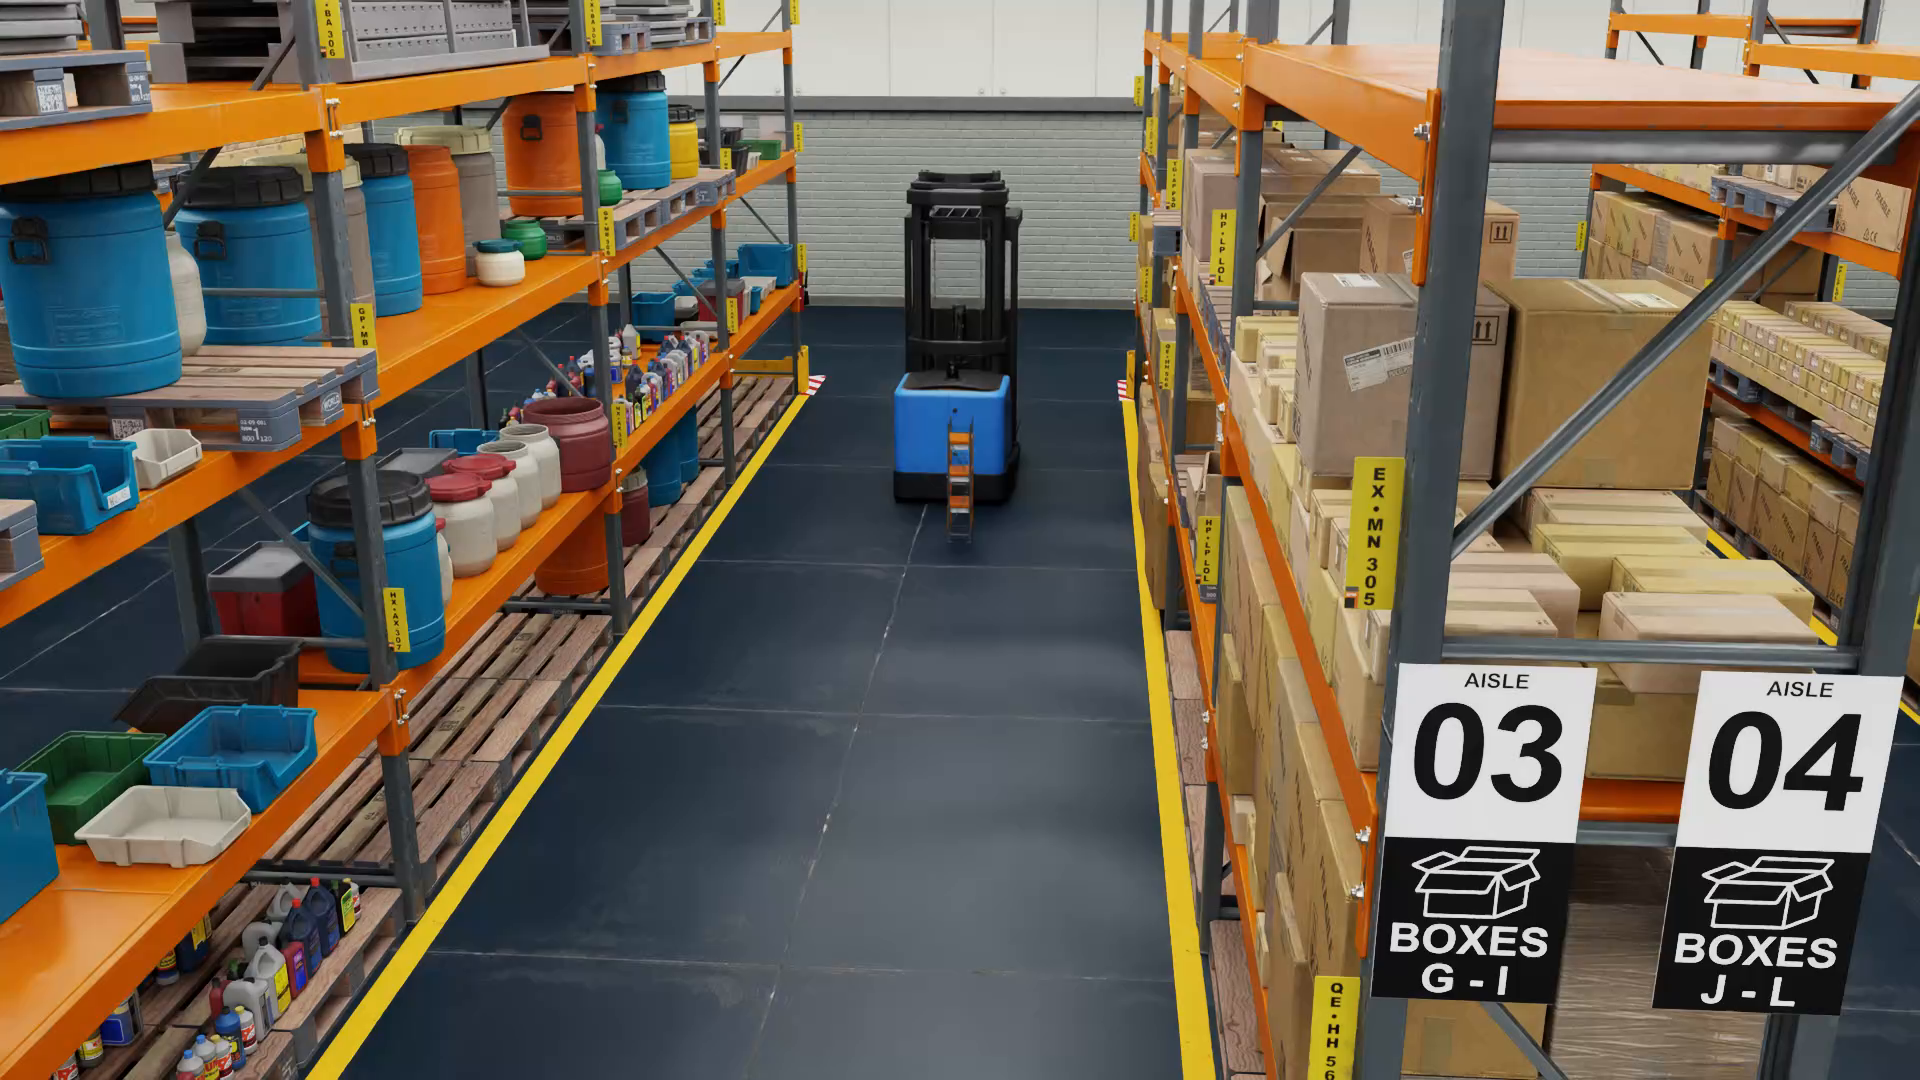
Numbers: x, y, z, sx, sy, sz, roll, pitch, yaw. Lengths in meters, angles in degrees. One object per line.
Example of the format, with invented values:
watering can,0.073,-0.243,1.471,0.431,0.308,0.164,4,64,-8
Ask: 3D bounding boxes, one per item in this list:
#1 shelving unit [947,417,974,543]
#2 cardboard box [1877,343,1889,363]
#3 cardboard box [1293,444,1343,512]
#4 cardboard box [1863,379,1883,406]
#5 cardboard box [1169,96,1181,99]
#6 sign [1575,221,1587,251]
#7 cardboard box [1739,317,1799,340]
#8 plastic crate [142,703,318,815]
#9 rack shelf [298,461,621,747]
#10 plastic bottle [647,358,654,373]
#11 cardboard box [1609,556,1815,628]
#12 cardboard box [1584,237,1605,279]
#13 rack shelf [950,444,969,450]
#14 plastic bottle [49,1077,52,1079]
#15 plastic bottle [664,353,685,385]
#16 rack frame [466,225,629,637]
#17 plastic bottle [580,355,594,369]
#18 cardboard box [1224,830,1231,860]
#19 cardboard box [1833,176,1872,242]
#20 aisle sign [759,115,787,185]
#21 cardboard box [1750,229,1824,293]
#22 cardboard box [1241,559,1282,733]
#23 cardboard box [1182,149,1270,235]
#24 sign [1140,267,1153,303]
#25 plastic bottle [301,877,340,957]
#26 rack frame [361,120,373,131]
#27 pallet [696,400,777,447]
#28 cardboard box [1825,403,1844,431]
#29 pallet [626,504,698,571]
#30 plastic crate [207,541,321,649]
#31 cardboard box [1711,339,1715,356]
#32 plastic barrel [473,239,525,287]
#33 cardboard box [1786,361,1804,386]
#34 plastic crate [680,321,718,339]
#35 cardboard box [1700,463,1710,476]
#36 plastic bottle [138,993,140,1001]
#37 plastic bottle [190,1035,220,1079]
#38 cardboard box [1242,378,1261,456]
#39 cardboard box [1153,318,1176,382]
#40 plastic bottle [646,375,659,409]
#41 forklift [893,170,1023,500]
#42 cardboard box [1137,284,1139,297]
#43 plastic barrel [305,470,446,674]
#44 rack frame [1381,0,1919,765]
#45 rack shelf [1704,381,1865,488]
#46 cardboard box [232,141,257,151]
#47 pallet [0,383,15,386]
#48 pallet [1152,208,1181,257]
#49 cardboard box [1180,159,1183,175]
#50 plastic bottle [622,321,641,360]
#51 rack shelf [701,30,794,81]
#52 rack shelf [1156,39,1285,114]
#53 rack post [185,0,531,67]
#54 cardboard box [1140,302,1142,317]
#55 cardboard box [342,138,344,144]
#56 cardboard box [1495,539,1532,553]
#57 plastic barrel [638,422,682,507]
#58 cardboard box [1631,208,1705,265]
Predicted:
shelving unit,0.004,-0.516,14.310,0.215,1.050,0.252,1,18,4
cardboard box,7.231,-1.400,12.651,0.380,0.149,0.250,2,18,6
cardboard box,1.208,-0.187,4.961,0.380,0.149,0.250,0,18,1
cardboard box,6.490,-1.015,11.476,0.380,0.149,0.250,1,18,2
cardboard box,2.298,-4.005,16.015,0.700,0.500,0.500,2,18,7
sign,12.236,-6.060,20.377,10.293,4.268,5.818,1,18,4
cardboard box,6.657,-1.739,13.685,0.380,0.149,0.250,1,18,3
plastic crate,-3.063,0.921,7.034,0.499,0.251,0.616,1,18,4
rack shelf,-3.111,0.221,10.086,1.077,0.370,4.000,1,18,4
plastic bottle,-2.601,-1.406,14.105,0.097,0.271,0.097,0,18,0
cardboard box,1.764,0.151,3.928,0.380,0.149,0.250,2,18,5
cardboard box,7.178,-3.029,18.213,0.500,0.500,0.500,2,18,7
rack shelf,0.004,-0.823,14.210,0.166,0.050,0.221,1,18,4
plastic bottle,-3.695,2.169,6.642,0.061,0.283,0.133,1,18,4
plastic bottle,-2.459,-1.484,14.333,0.152,0.276,0.135,1,18,4
rack frame,-2.968,-0.742,11.870,1.000,3.000,0.127,1,18,4
plastic bottle,-3.177,-1.430,14.170,0.152,0.276,0.135,1,18,4
cardboard box,1.751,1.400,8.642,0.700,0.500,0.500,0,18,0
cardboard box,6.763,-2.456,12.123,0.500,0.500,0.500,1,18,4
aisle sign,-2.097,-4.478,19.096,0.394,0.787,0.004,1,18,4
cardboard box,7.475,-2.530,15.084,0.500,0.500,0.500,2,18,5
cardboard box,1.329,0.392,6.166,0.500,0.500,0.500,1,18,4
cardboard box,1.682,-2.202,10.544,0.500,0.500,0.500,1,18,4
sign,1.706,-2.335,15.213,0.100,0.325,0.005,1,18,4
plastic bottle,-3.013,1.757,7.792,0.144,0.351,0.185,1,18,2
rack frame,-7.907,-2.376,11.731,1.000,5.808,16.090,1,18,4
pallet,-2.582,-1.268,17.954,1.003,0.211,1.213,1,18,4
cardboard box,6.527,-0.890,12.050,0.380,0.149,0.250,2,18,5
pallet,-2.863,-0.040,14.207,1.003,0.211,1.213,1,18,4
plastic crate,-3.525,0.313,8.548,0.402,0.464,0.583,1,18,4
cardboard box,6.712,-1.700,14.522,0.380,0.149,0.250,0,18,1
plastic barrel,-2.826,-1.701,10.203,0.301,0.262,0.301,0,18,0
cardboard box,6.584,-1.275,12.748,0.380,0.149,0.250,2,18,5
plastic crate,-2.505,-2.029,16.124,0.396,0.136,0.243,1,18,4
cardboard box,6.888,-0.706,15.663,0.380,0.149,0.250,2,18,5
plastic bottle,-3.713,1.934,7.377,0.097,0.271,0.097,0,18,0
plastic bottle,-3.069,2.137,6.760,0.097,0.271,0.097,0,18,0
cardboard box,1.365,-0.445,6.386,0.500,0.250,0.500,1,18,3
cardboard box,1.942,-1.628,14.413,0.500,0.500,0.500,1,18,4
plastic bottle,-2.496,-1.202,13.481,0.097,0.271,0.097,0,18,0
forklift,0.036,-2.175,16.355,1.130,2.935,3.031,2,18,5
cardboard box,-3.115,-1.193,13.086,10.414,0.500,11.691,1,18,2
plastic barrel,-2.925,0.149,8.346,0.600,0.901,0.708,1,18,4
rack frame,1.399,-0.998,3.016,1.000,3.000,0.127,1,18,4
rack shelf,7.056,-0.768,13.106,1.077,0.370,4.000,1,18,4
cardboard box,-7.305,-3.988,16.399,0.500,0.250,0.500,1,18,4
pallet,-7.773,-1.366,14.084,1.003,0.211,1.213,1,18,4
pallet,1.966,-2.168,11.709,1.213,0.211,1.003,2,18,6
cardboard box,2.091,-3.118,13.771,0.500,0.311,0.500,1,18,2
plastic bottle,-2.880,-1.423,14.029,0.643,0.351,2.872,1,18,4
rack shelf,-2.538,-4.924,16.797,1.077,0.370,4.000,1,18,4
rack shelf,2.116,-3.571,12.668,1.077,0.370,4.000,1,18,4
rack post,-3.211,-3.059,8.986,0.935,0.934,2.738,1,18,4
cardboard box,2.082,-2.416,17.382,0.380,0.149,0.250,1,18,3
cardboard box,-7.155,-4.372,18.372,0.500,0.250,0.500,1,18,4
cardboard box,1.722,0.195,4.434,0.500,0.250,0.500,1,18,3
plastic barrel,-2.788,-0.798,14.737,0.600,0.901,0.708,1,18,4
cardboard box,7.067,-3.028,16.603,0.500,0.500,0.500,1,18,2
